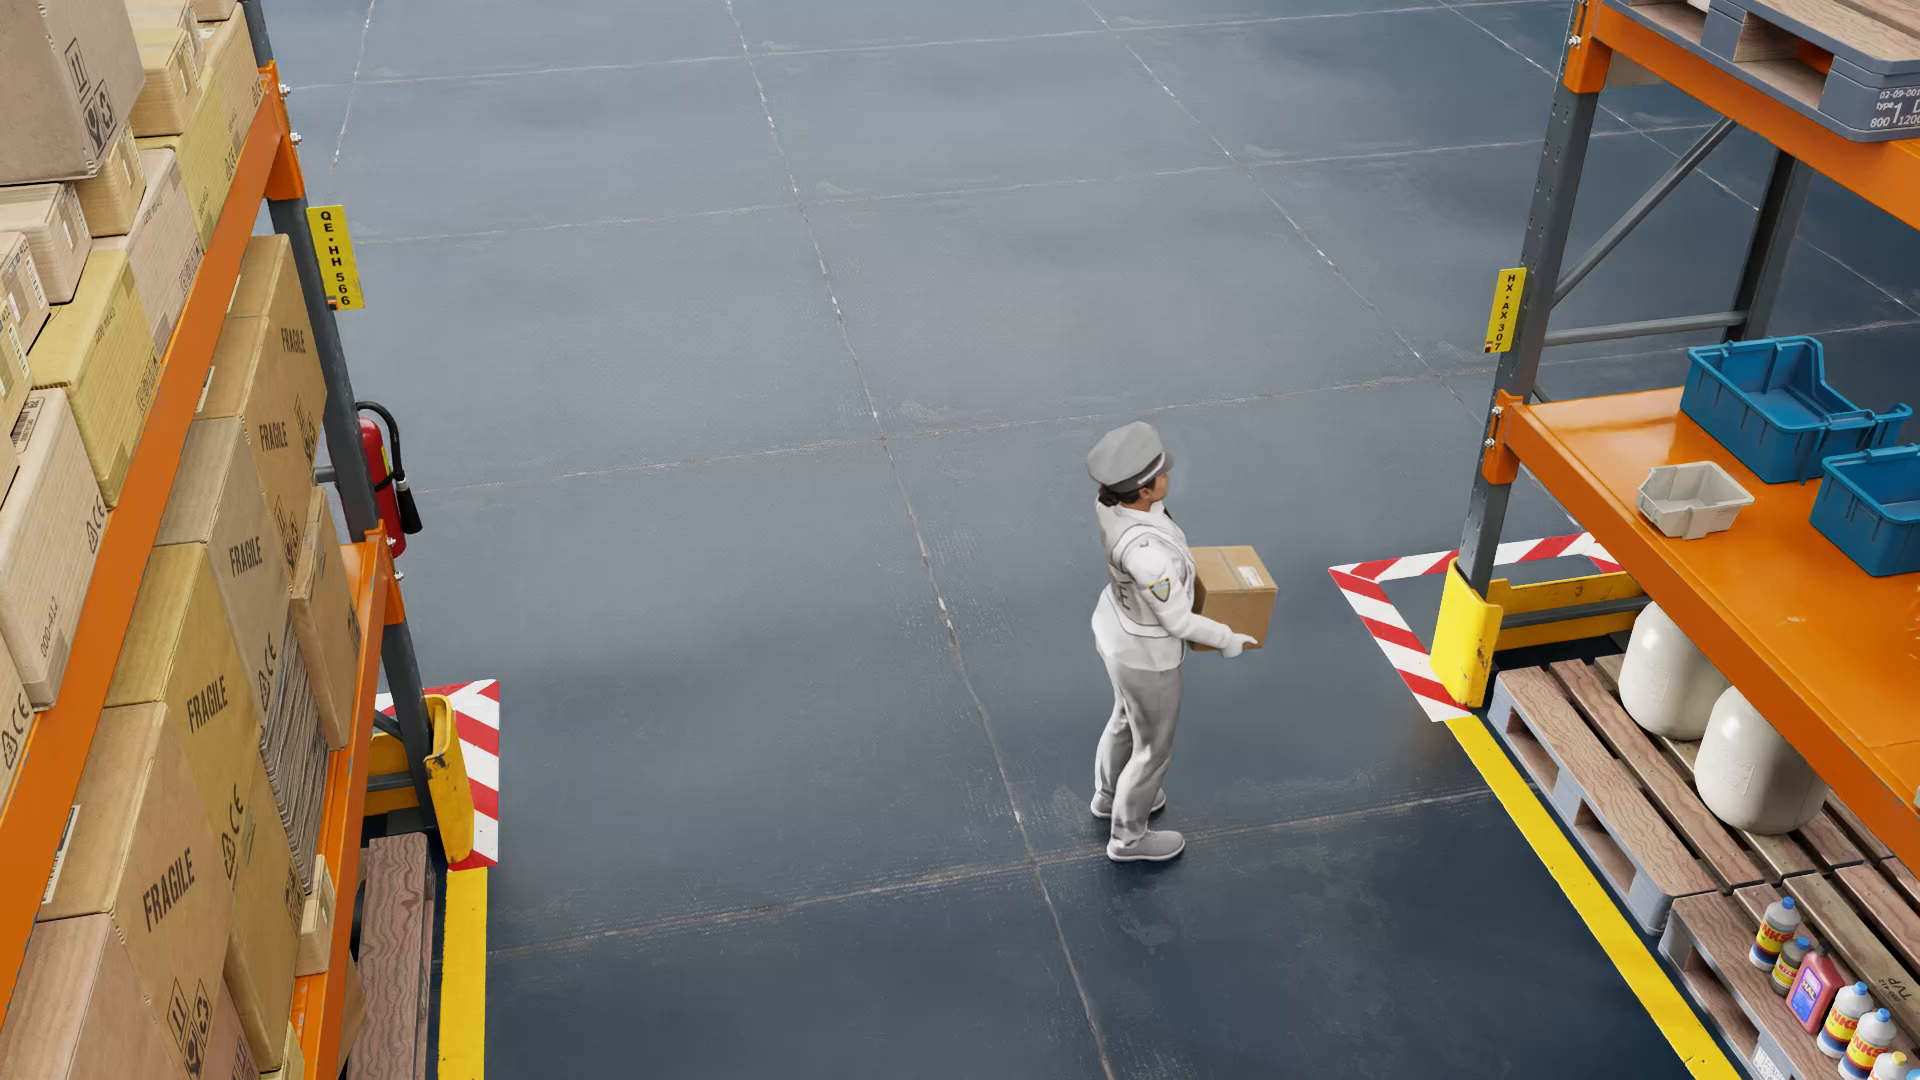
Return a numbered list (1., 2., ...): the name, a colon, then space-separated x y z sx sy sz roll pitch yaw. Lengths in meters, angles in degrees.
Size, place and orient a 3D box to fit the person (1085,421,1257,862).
1. person: 0.680 0.351 5.611 0.564 1.686 0.460 -7 35 -10
